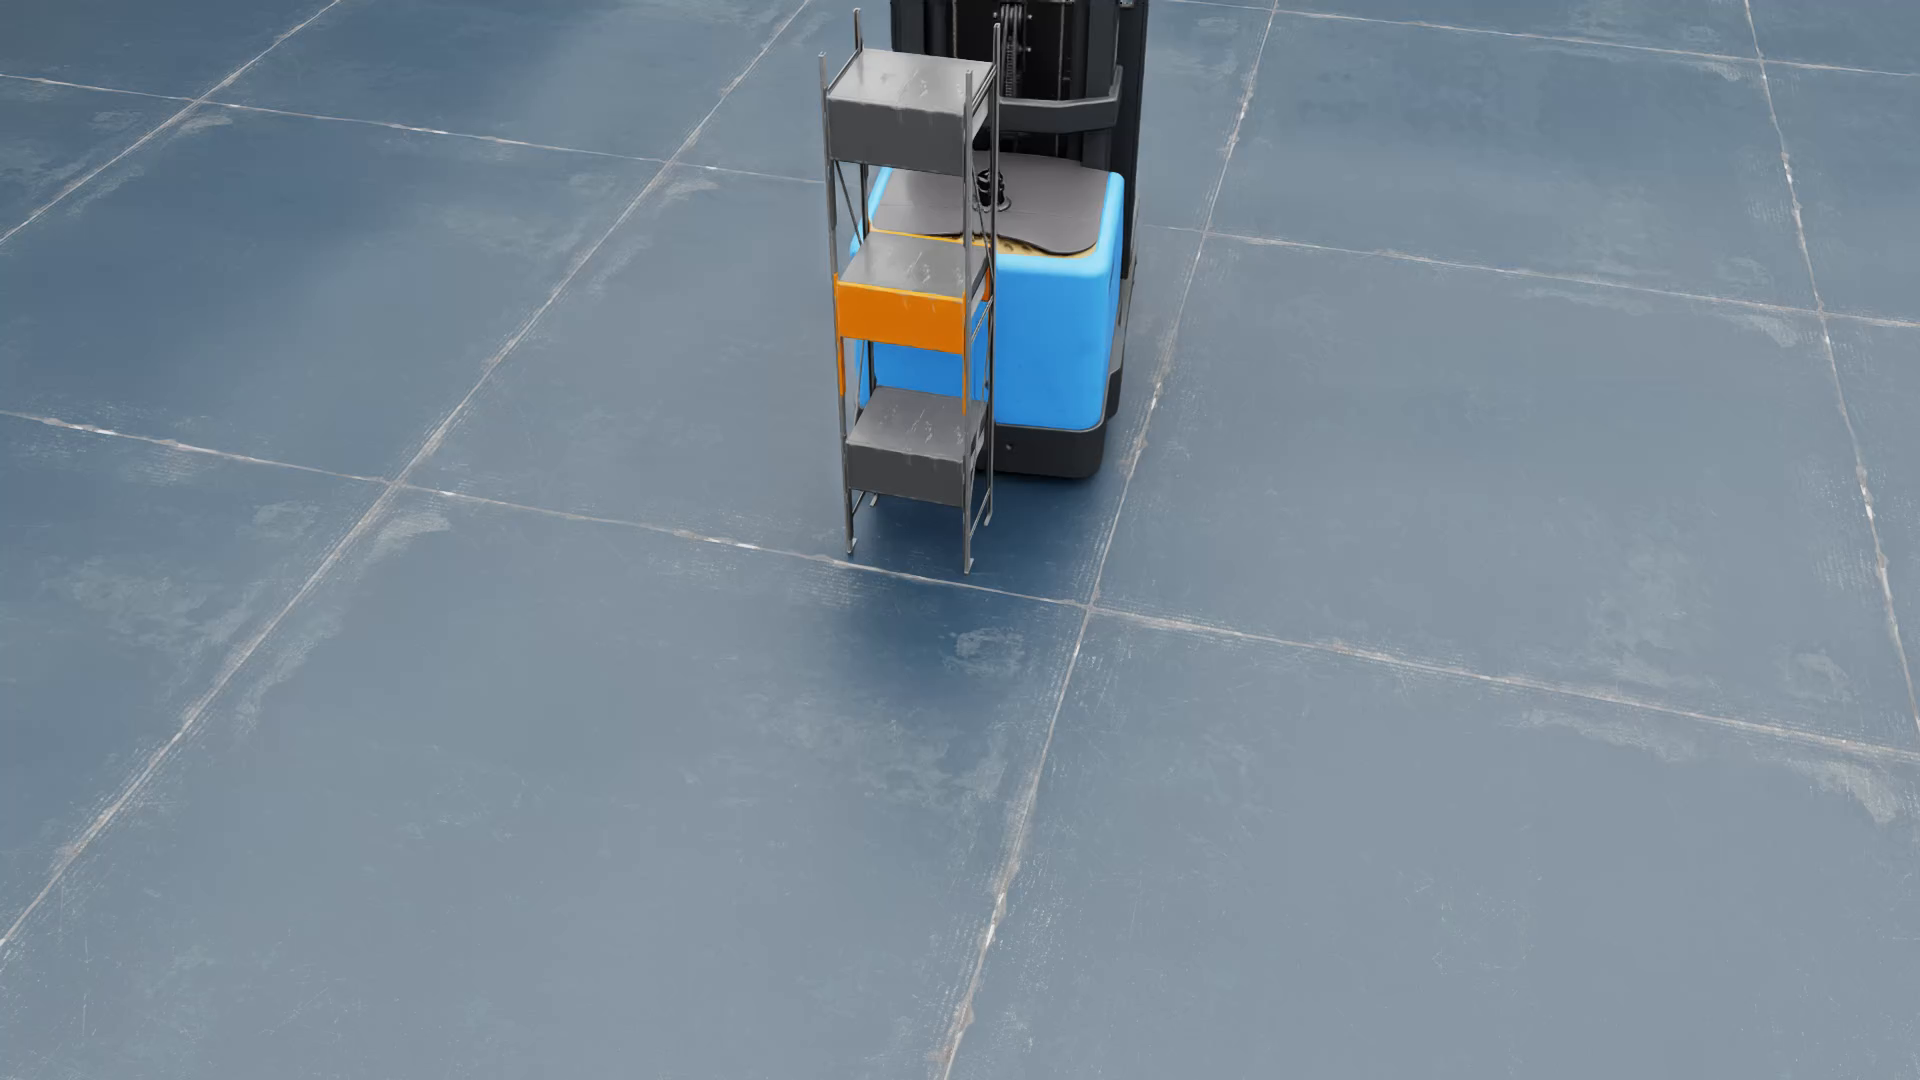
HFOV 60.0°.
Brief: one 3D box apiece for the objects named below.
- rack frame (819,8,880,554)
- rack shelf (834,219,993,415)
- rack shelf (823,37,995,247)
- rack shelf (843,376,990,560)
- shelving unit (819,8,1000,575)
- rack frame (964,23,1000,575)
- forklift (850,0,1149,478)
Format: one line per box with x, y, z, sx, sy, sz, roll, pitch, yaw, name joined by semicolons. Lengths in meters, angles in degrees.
-0.396;-0.872;6.156;0.015;2.100;0.400;10;41;11;rack frame
-0.160;-0.821;6.116;0.480;0.518;0.431;10;41;11;rack shelf
-0.160;-1.357;5.666;0.480;0.518;0.431;10;41;11;rack shelf
-0.160;-0.285;6.566;0.480;0.518;0.431;10;41;11;rack shelf
-0.160;-0.832;6.107;0.503;2.100;0.431;10;41;11;shelving unit
0.076;-0.791;6.059;0.015;2.100;0.400;10;41;11;rack frame
0.287;-2.328;7.244;1.130;2.935;3.031;6;40;7;forklift
